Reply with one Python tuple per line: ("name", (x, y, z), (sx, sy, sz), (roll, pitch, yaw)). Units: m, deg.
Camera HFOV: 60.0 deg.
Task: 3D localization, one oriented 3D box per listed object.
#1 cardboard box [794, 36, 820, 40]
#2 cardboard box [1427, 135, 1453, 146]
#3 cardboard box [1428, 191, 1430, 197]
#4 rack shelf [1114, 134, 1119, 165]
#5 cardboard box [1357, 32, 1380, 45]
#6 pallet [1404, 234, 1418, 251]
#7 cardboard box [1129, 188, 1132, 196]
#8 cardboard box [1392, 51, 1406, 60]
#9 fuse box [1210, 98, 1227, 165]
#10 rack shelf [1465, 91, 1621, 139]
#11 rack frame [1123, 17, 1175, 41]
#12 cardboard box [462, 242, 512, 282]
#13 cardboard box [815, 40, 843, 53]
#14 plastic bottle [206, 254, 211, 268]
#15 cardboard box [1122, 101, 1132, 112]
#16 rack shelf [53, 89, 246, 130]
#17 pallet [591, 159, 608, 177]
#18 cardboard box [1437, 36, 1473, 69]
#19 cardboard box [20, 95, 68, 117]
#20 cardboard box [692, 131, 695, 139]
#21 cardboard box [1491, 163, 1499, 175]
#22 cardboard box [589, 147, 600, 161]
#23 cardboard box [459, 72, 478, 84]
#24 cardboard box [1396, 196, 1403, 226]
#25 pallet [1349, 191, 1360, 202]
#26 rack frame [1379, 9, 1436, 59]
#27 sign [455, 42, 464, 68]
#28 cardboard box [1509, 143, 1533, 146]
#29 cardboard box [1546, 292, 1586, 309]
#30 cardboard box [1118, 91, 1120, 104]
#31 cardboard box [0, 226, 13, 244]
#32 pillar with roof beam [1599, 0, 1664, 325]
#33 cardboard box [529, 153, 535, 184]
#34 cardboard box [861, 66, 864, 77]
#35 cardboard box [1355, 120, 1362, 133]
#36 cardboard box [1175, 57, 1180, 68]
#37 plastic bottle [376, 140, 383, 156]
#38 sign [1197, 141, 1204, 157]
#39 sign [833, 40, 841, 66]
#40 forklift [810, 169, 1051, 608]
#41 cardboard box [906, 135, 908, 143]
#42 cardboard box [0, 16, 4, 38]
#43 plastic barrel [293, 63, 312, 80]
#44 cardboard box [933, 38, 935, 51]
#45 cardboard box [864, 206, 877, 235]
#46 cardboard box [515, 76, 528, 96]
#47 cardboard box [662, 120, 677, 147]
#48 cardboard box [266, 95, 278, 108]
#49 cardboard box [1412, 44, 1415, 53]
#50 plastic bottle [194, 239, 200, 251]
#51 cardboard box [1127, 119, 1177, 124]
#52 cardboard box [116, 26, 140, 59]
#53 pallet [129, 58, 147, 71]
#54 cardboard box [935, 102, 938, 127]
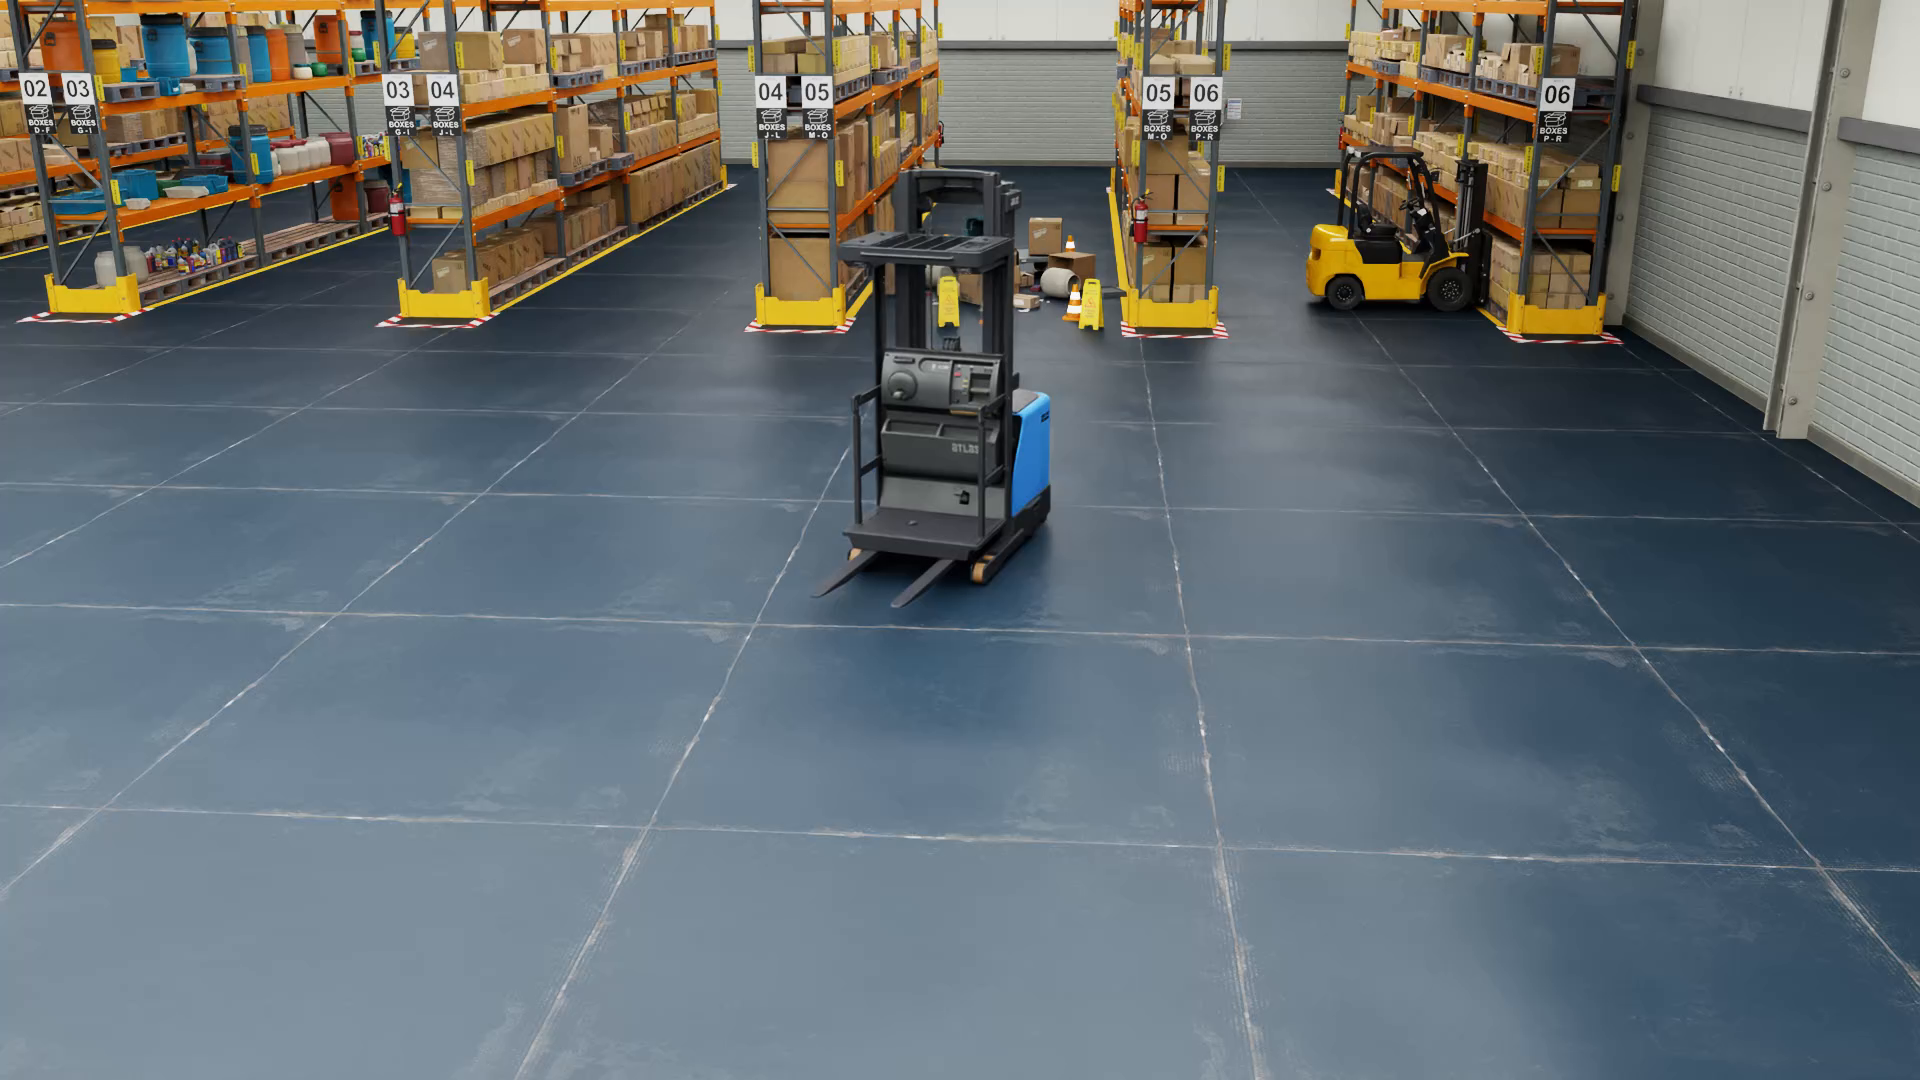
("cardboard box", (-2.240, -7.260, 24.233), (0.380, 0.149, 0.250), (1, 18, 3))
("cardboard box", (8.009, -6.663, 27.739), (0.380, 0.149, 0.250), (1, 18, 5))
("cardboard box", (8.675, -6.281, 30.072), (0.380, 0.149, 0.250), (2, 18, 5))
("rack shelf", (3.822, -8.276, 35.019), (1.077, 0.370, 4.000), (1, 18, 4))
("cardboard box", (8.556, -10.417, 34.538), (0.500, 0.250, 0.500), (1, 18, 3))
("pallet", (8.245, -5.065, 28.542), (1.003, 0.211, 1.213), (1, 18, 4))
("cardboard box", (2.762, -5.302, 25.191), (0.380, 0.149, 0.250), (1, 18, 4))
("cardboard box", (8.127, -8.878, 30.453), (0.380, 0.149, 0.250), (2, 18, 5))
("fuse box", (6.431, -10.286, 42.068), (0.539, 1.711, 0.414), (1, 18, 4))
("rack shelf", (7.913, -5.865, 22.843), (1.077, 0.370, 4.000), (1, 18, 4))
("rack frame", (3.678, -10.848, 32.077), (1.000, 3.000, 0.127), (1, 18, 4))
("cardboard box", (-6.932, -4.077, 24.388), (0.500, 0.500, 0.500), (3, 18, 9))
("cardboard box", (-1.748, -6.535, 22.020), (0.380, 0.149, 0.250), (1, 18, 3))
("plastic bottle", (-11.512, -4.269, 25.422), (0.097, 0.201, 0.097), (0, 18, 0))
("cardboard box", (3.282, -7.914, 30.992), (0.500, 0.500, 0.500), (1, 18, 3))
("rack shelf", (-11.863, -6.306, 24.190), (1.077, 0.370, 4.000), (1, 18, 4))
("pallet", (-6.594, -6.269, 28.045), (1.003, 0.211, 1.213), (1, 18, 4))
("cardboard box", (7.975, -7.829, 26.687), (0.500, 0.500, 0.500), (2, 18, 5))
("cardboard box", (-20.768, -9.776, 37.959), (0.980, 0.700, 0.700), (2, 18, 6))
("cardboard box", (-5.781, -8.508, 34.973), (0.380, 0.149, 0.250), (1, 18, 3))
("cardboard box", (7.640, -5.185, 23.229), (0.380, 0.149, 0.250), (1, 18, 3))
("cardboard box", (-6.343, -6.588, 28.251), (0.396, 0.266, 0.258), (1, 18, 2))
("cardboard box", (-6.701, -6.193, 22.291), (0.380, 0.149, 0.250), (2, 18, 5))
("cardboard box", (8.205, -5.948, 30.098), (0.500, 0.500, 0.500), (1, 18, 3))
("pallet", (8.765, -7.155, 34.921), (1.003, 0.211, 1.213), (1, 18, 4))
("rack frame", (8.630, -10.738, 31.742), (1.000, 3.000, 0.127), (1, 18, 4))
("sign", (-6.525, -6.320, 21.672), (0.100, 0.325, 0.005), (1, 18, 4))
("cardboard box", (8.335, -5.794, 24.608), (0.380, 0.149, 0.250), (1, 18, 4))
("cardboard box", (8.000, -3.201, 22.117), (0.500, 0.250, 0.500), (1, 18, 4))
("cardboard box", (3.508, -8.988, 34.269), (0.500, 0.500, 0.500), (2, 18, 5))
("cardboard box", (-16.346, -5.127, 27.994), (0.500, 0.250, 0.500), (2, 18, 5))
("pillar with roof beam", (4.424, -7.303, 21.260), (9.100, 9.000, 0.400), (1, 18, 4))
("cardboard box", (-6.945, -5.629, 25.148), (0.875, 0.500, 0.500), (1, 18, 4))
("cardboard box", (-1.600, -6.786, 24.067), (0.380, 0.149, 0.250), (1, 18, 4))
("cardboard box", (8.531, -8.591, 34.588), (0.500, 0.250, 0.500), (1, 18, 2))
("cardboard box", (3.241, -6.770, 23.572), (0.380, 0.149, 0.250), (1, 18, 3))
("plastic bottle", (-10.975, -7.414, 31.420), (0.061, 0.283, 0.133), (1, 18, 4))
("sign", (3.647, -5.914, 25.264), (0.100, 0.325, 0.005), (1, 18, 4))
("sign", (-1.573, -6.213, 21.219), (0.100, 0.325, 0.005), (1, 18, 4))
("forklift", (-0.218, -1.203, 12.387), (1.130, 2.935, 3.031), (6, 19, 19))
("cardboard box", (-1.187, -7.624, 31.601), (0.380, 0.149, 0.250), (2, 18, 6))
("cardboard box", (-20.666, -10.882, 35.201), (0.500, 0.500, 0.500), (1, 18, 3))
("plastic barrel", (-11.291, -8.046, 28.565), (0.301, 0.262, 0.301), (0, 18, 0))
("cardboard box", (-0.794, -10.602, 35.583), (0.500, 0.250, 0.500), (1, 18, 2))
("cardboard box", (-1.885, -4.917, 26.549), (1.050, 0.750, 0.750), (1, 18, 4))
("cardboard box", (-6.631, -6.620, 24.232), (0.500, 0.250, 0.500), (1, 18, 4))
("cardboard box", (-5.967, -8.114, 33.209), (0.500, 0.500, 0.500), (1, 18, 4))
("cardboard box", (-15.593, -9.904, 37.065), (0.500, 0.500, 0.500), (2, 18, 5))
("cardboard box", (8.226, -8.684, 29.415), (0.380, 0.149, 0.250), (1, 18, 3))
("plastic bottle", (-12.180, -4.667, 26.525), (0.097, 0.271, 0.097), (0, 18, 0))
("cardboard box", (2.799, -5.886, 24.326), (0.700, 0.500, 0.500), (1, 18, 4))
("cardboard box", (-16.289, -9.591, 32.064), (0.600, 0.600, 0.600), (1, 18, 2))
("pallet", (-16.275, -9.253, 32.330), (1.213, 0.211, 1.003), (1, 18, 4))
("cardboard box", (-0.755, -9.362, 36.538), (0.500, 0.500, 0.500), (2, 18, 5))
